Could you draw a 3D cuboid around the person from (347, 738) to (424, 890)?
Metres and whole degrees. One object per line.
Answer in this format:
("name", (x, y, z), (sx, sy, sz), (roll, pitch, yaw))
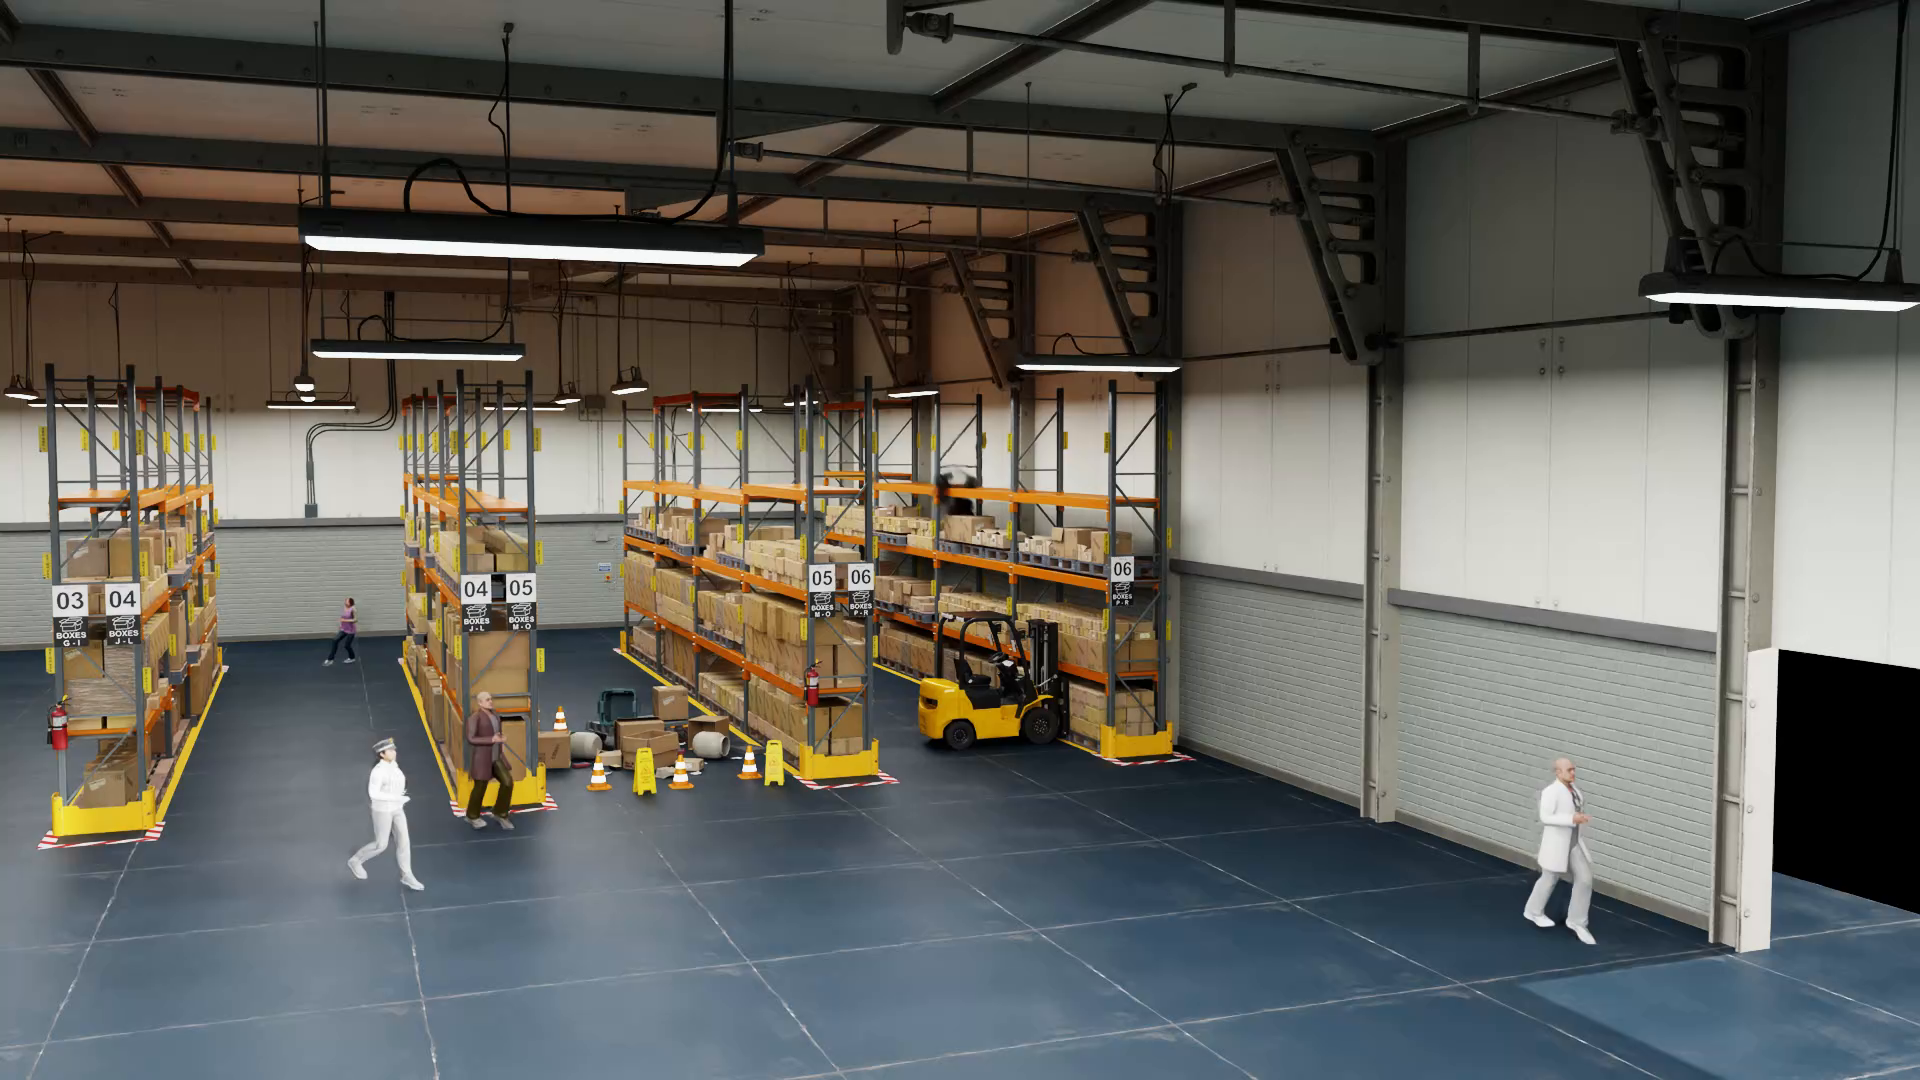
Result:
("person", (-6.458, 3.064, 18.685), (0.904, 1.716, 0.632), (1, 3, 13))

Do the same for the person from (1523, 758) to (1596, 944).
("person", (6.103, 3.123, 16.868), (0.699, 1.837, 0.811), (-2, 4, -30))

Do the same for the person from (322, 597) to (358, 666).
("person", (-13.860, 2.052, 37.451), (0.614, 1.516, 0.840), (1, 4, 23))

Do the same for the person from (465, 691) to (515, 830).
("person", (-6.088, 2.861, 21.453), (0.790, 1.827, 0.720), (2, 4, 31))
